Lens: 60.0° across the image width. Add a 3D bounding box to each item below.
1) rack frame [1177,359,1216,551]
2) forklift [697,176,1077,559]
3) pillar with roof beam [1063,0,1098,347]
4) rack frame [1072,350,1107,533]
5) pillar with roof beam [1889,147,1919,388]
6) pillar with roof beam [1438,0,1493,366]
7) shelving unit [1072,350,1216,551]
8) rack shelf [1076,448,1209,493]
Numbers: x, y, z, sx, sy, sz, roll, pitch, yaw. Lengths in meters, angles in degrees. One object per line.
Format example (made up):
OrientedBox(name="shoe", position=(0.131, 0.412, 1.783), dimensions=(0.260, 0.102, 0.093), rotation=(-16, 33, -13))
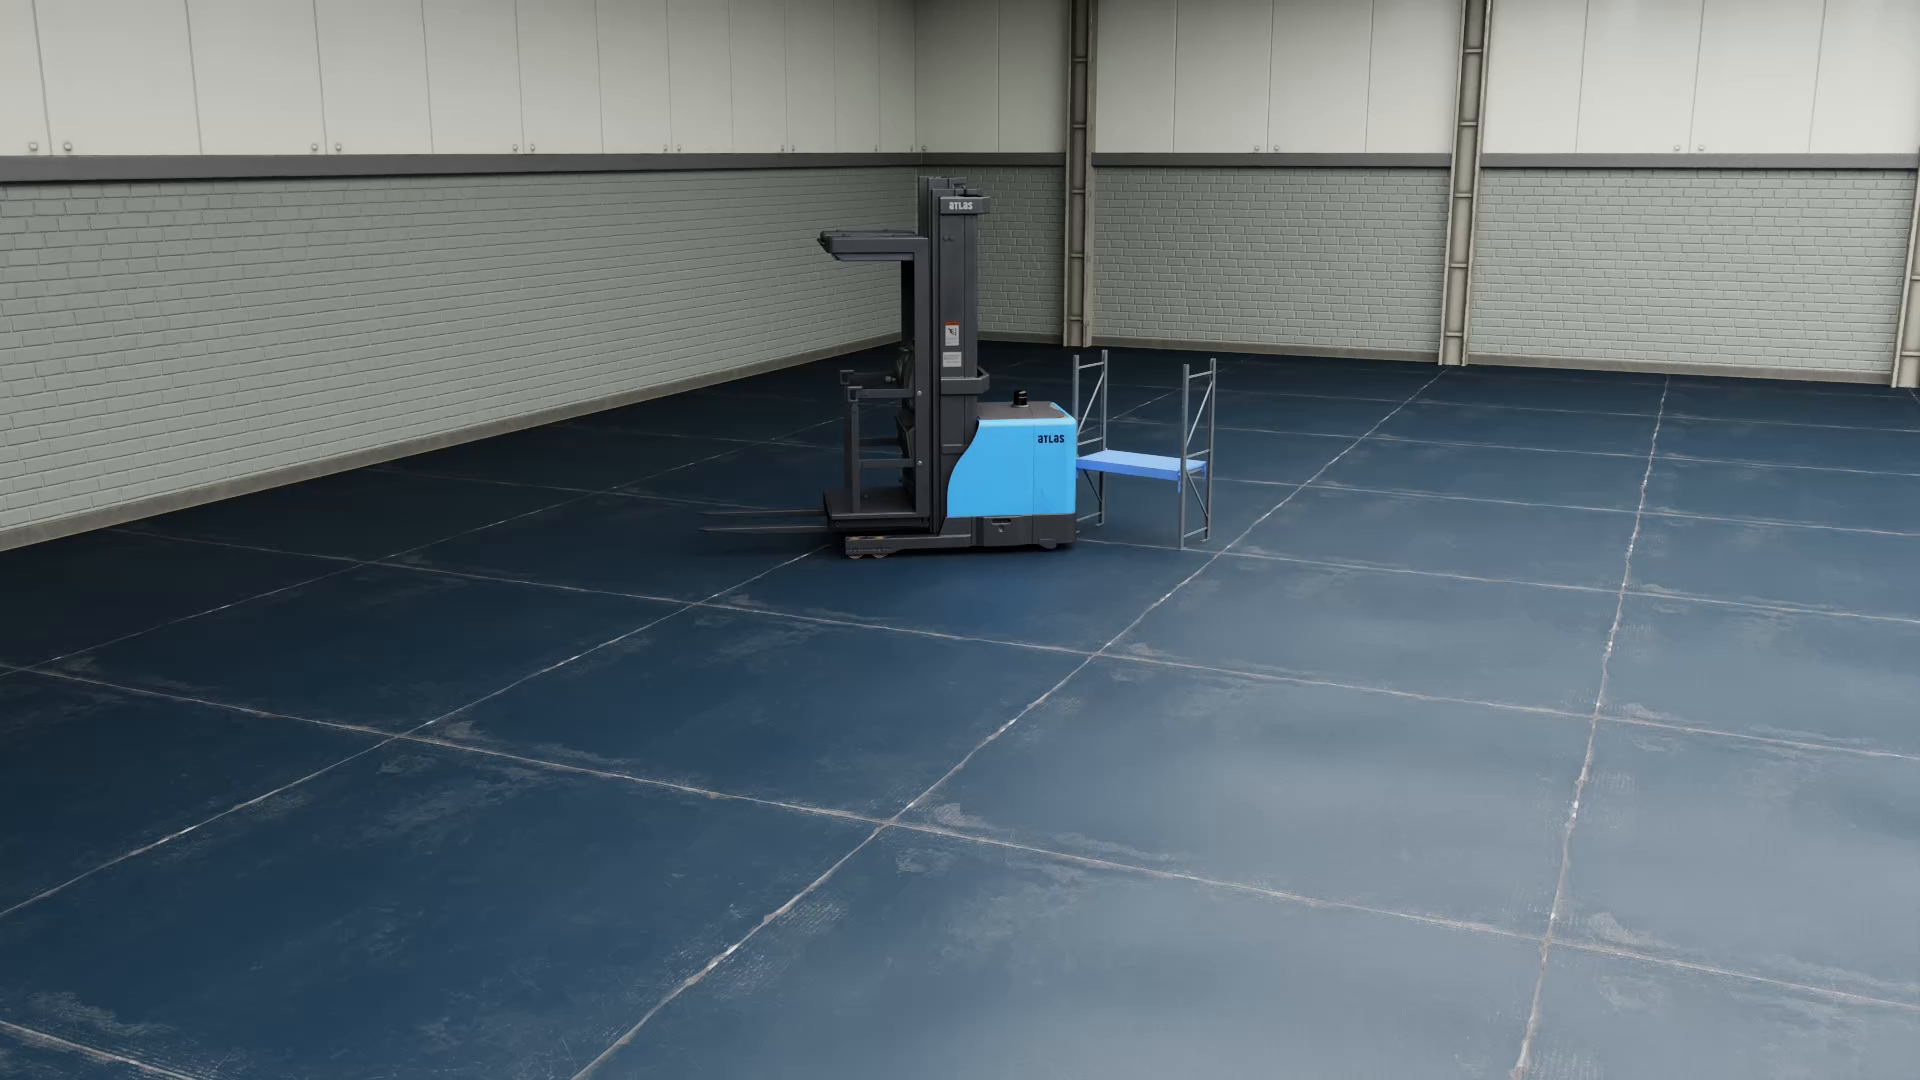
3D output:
OrientedBox(name="rack frame", position=(1.910, -0.689, 13.409), dimensions=(0.032, 1.500, 0.500), rotation=(9, 16, 35))
OrientedBox(name="forklift", position=(-0.617, -1.409, 13.342), dimensions=(3.031, 2.935, 1.130), rotation=(-2, 13, -7))
OrientedBox(name="pillar with roof beam", position=(0.194, -6.686, 22.548), dimensions=(0.400, 9.000, 9.100), rotation=(6, 14, 23))
OrientedBox(name="rack frame", position=(1.085, -0.825, 13.987), dimensions=(0.032, 1.500, 0.500), rotation=(9, 16, 35))
OrientedBox(name="pillar with roof beam", position=(11.166, -5.575, 17.816), dimensions=(0.400, 9.000, 9.100), rotation=(6, 14, 23))
OrientedBox(name="pillar with roof beam", position=(5.680, -6.130, 20.182), dimensions=(0.400, 9.000, 9.100), rotation=(6, 14, 23))
OrientedBox(name="shelving unit", position=(1.498, -0.757, 13.698), dimensions=(1.048, 1.500, 0.538), rotation=(9, 16, 35))
OrientedBox(name="rack shelf", position=(1.498, -0.582, 13.740), dimensions=(1.000, 0.185, 0.538), rotation=(9, 16, 35))
